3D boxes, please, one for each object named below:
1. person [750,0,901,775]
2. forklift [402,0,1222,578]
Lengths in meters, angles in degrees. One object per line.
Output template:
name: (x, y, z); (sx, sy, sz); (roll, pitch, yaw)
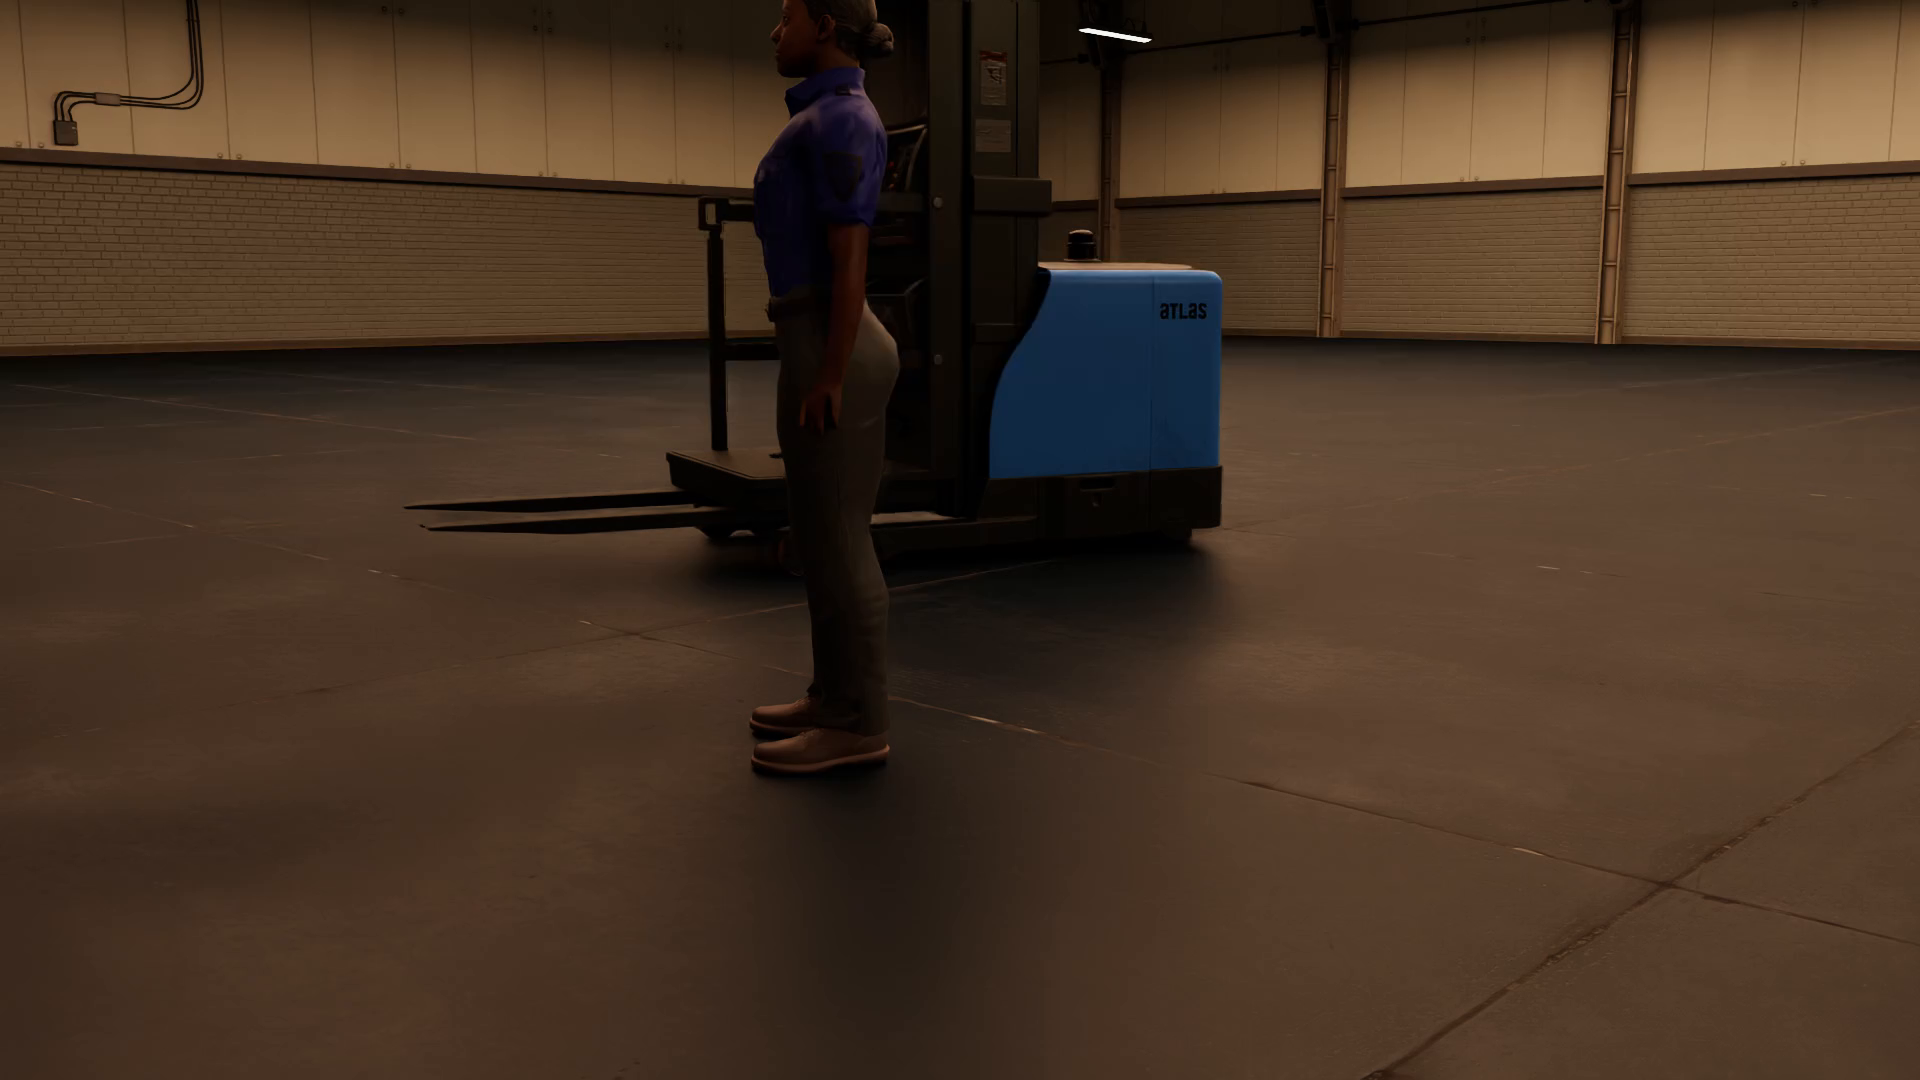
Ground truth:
person: (-0.299, -0.355, 3.523); (0.339, 1.660, 0.453); (-1, 9, -4)
forklift: (-0.521, -1.406, 6.213); (3.031, 2.935, 1.130); (-4, 9, -25)
